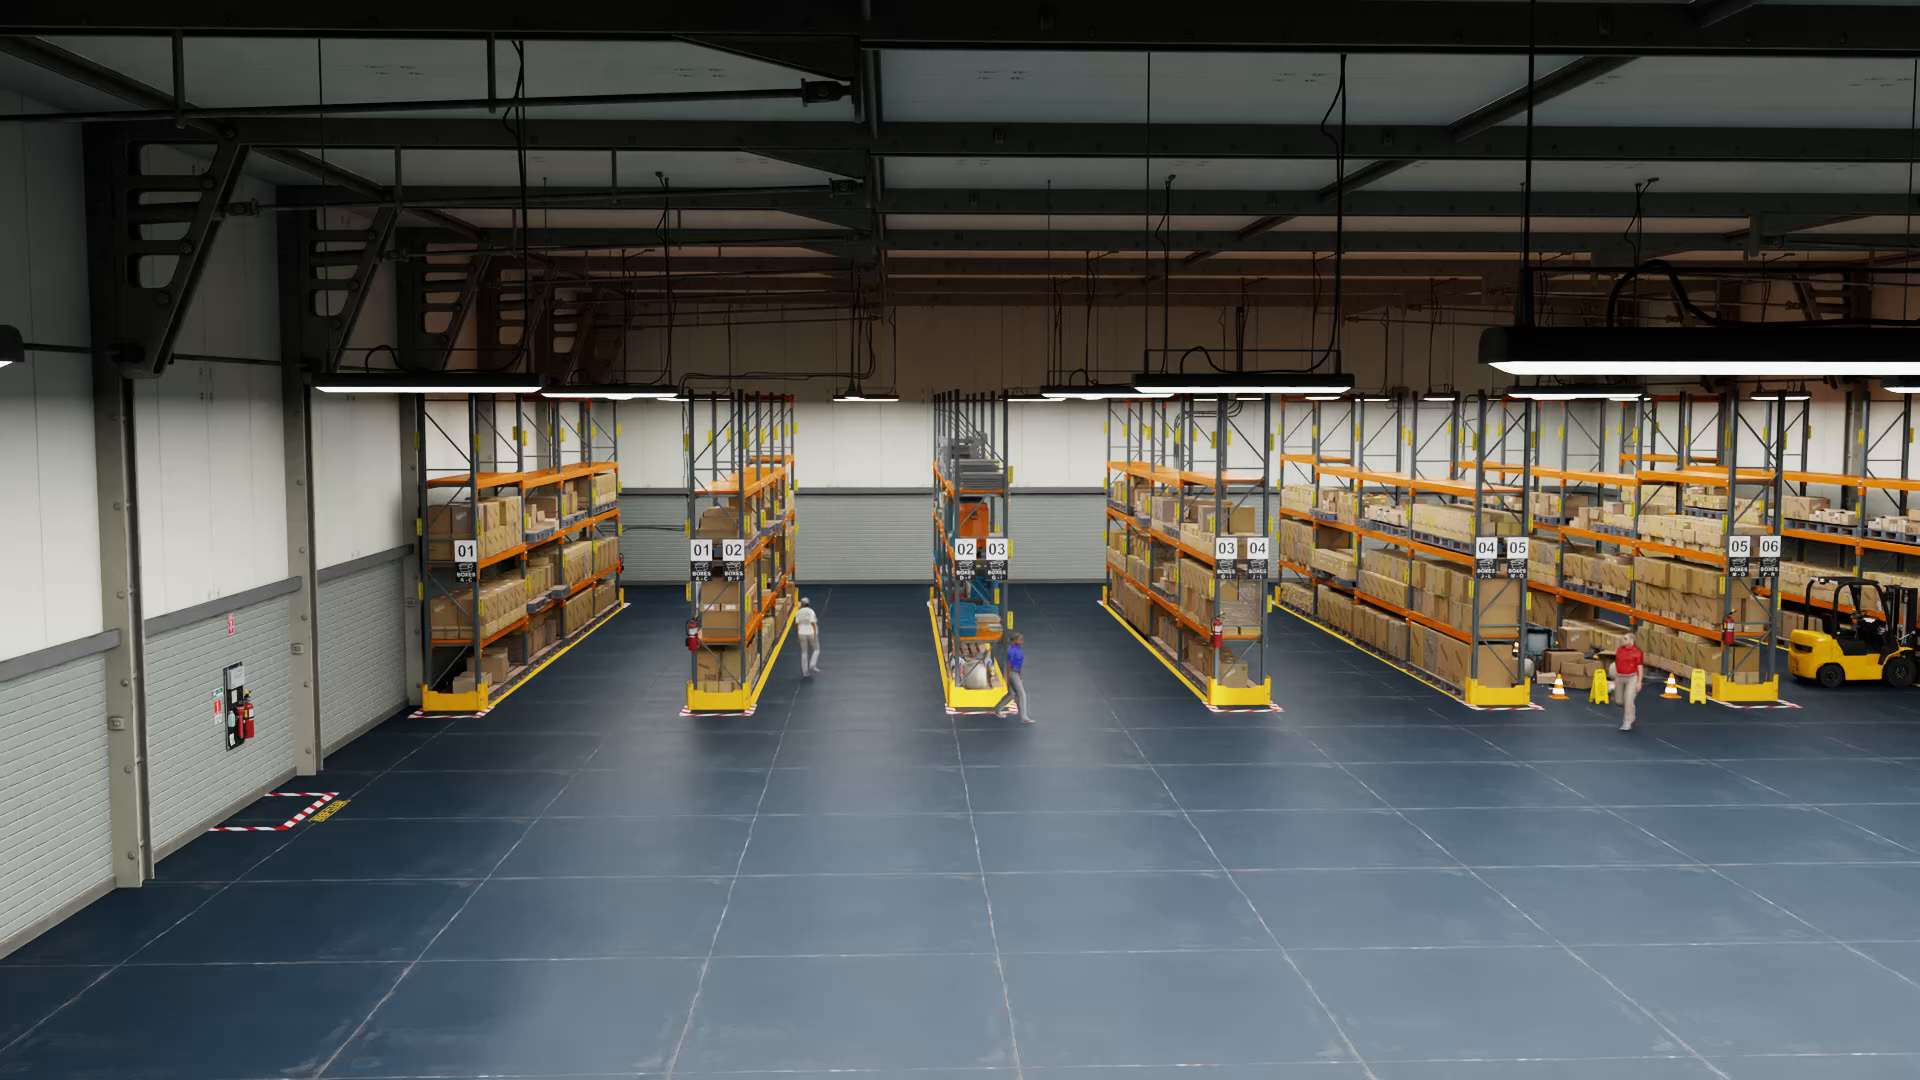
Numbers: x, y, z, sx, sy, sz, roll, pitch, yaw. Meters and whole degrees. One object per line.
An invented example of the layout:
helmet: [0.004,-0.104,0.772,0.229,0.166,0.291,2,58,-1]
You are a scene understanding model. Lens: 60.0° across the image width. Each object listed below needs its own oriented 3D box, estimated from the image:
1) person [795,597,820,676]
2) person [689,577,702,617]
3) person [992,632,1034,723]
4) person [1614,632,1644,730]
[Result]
person: [-3.212,2.031,35.085,0.546,1.652,0.500,0,5,6]
person: [-6.990,1.193,44.554,0.618,1.721,1.050,-1,5,-7]
person: [0.956,2.468,30.043,0.855,1.602,0.472,1,5,13]
person: [11.815,2.463,29.319,0.768,1.698,0.538,-4,6,-41]
